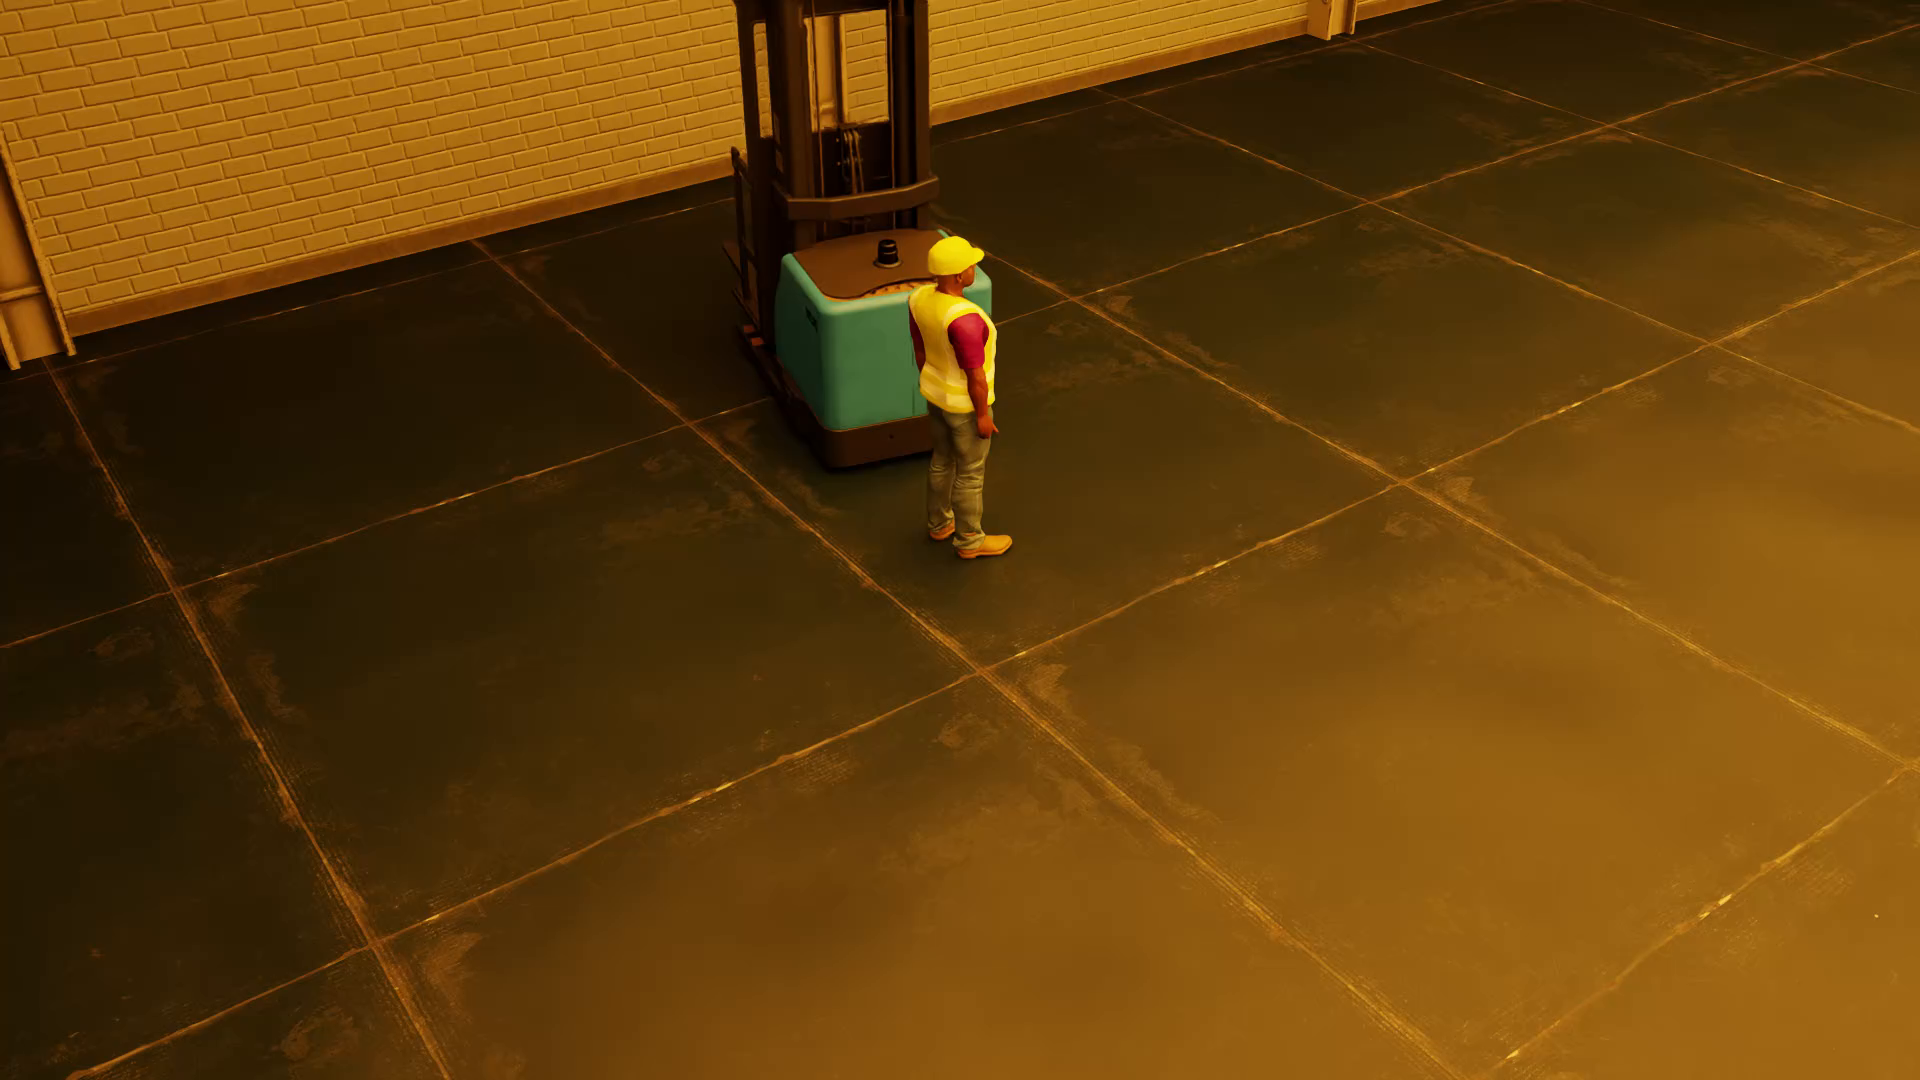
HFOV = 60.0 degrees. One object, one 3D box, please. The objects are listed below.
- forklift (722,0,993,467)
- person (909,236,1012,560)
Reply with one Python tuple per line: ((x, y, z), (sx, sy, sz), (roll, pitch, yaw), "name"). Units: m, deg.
((-0.819, -2.444, 10.074), (1.130, 2.935, 3.031), (-12, 36, -18), "forklift")
((-0.003, -0.736, 8.555), (0.395, 1.770, 0.556), (-22, 39, -29), "person")
